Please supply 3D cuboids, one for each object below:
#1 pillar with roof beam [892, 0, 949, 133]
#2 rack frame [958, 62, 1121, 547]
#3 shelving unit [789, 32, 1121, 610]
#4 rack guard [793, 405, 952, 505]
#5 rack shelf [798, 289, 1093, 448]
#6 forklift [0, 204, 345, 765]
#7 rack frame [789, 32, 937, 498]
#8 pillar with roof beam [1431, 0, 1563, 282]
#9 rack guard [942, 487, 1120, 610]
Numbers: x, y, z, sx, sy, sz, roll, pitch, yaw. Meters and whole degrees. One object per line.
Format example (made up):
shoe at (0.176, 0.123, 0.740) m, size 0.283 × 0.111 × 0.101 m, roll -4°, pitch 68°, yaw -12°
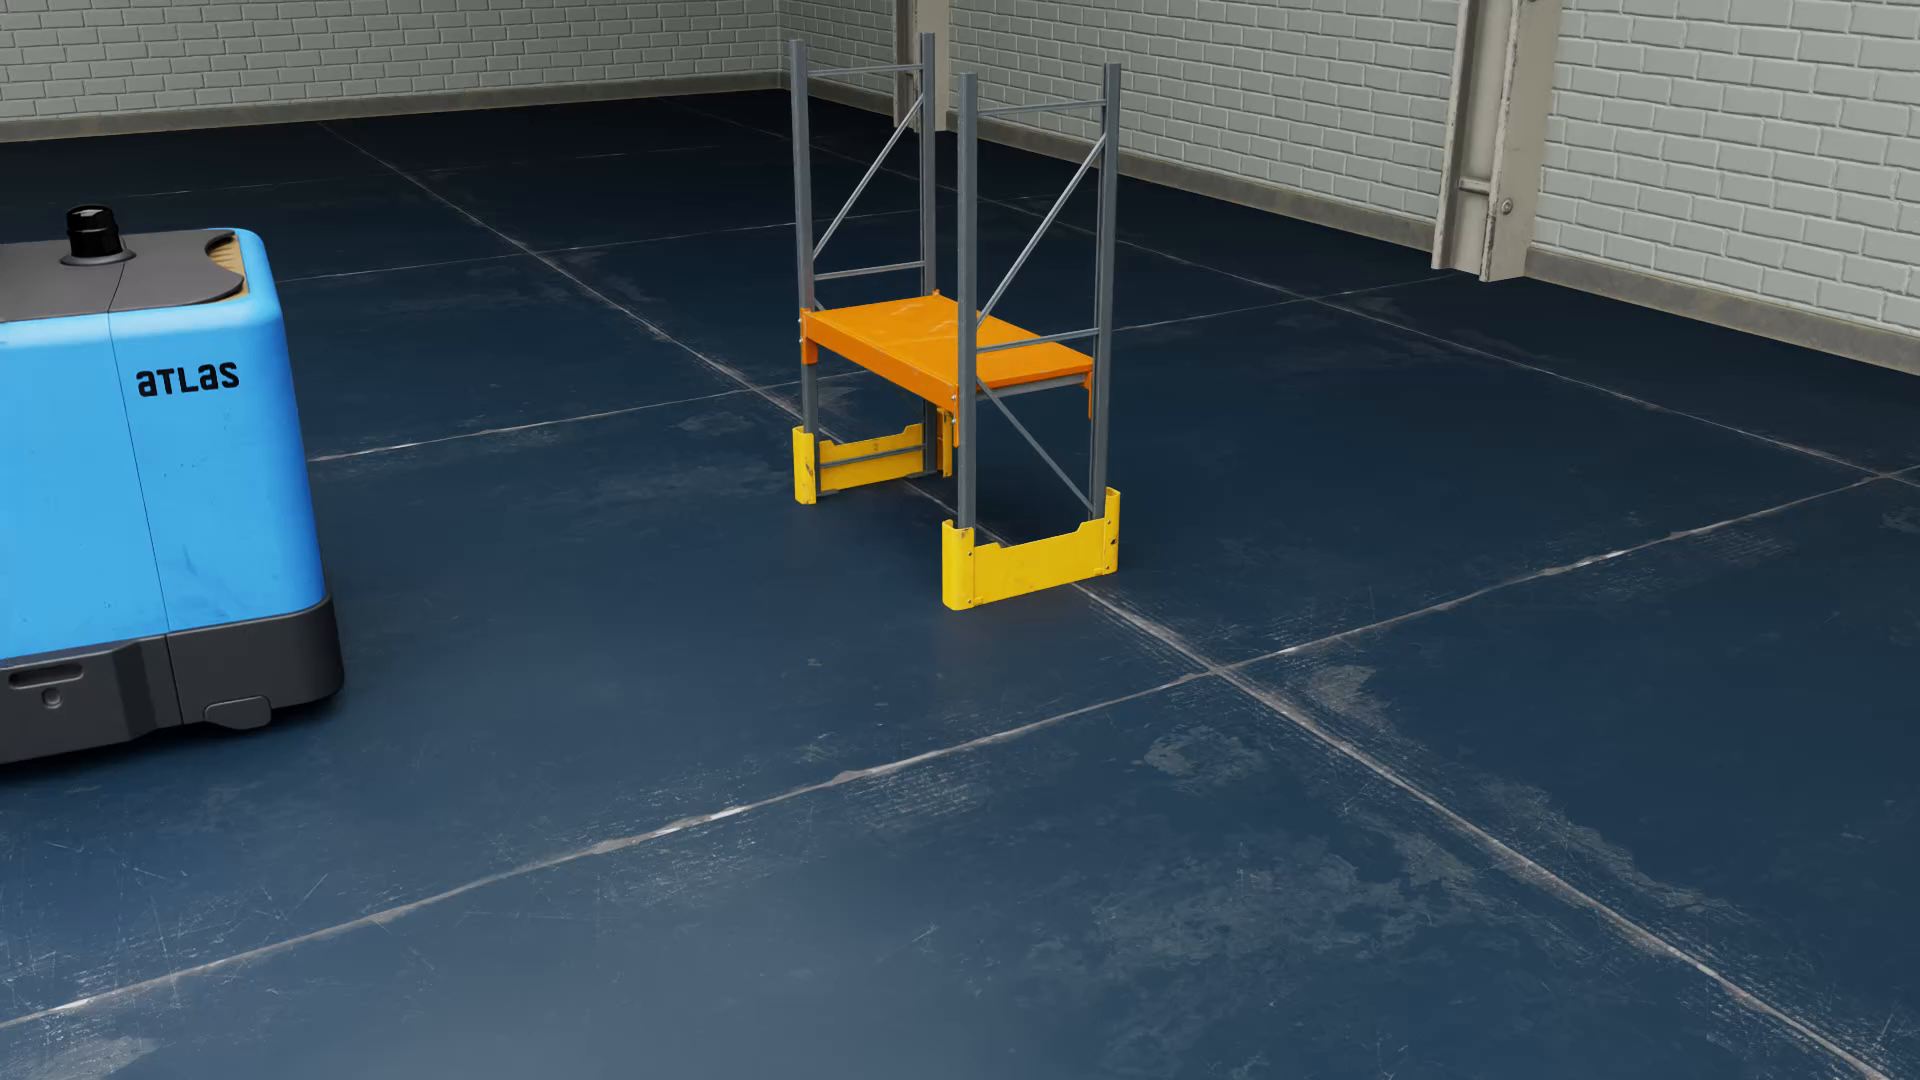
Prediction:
pillar with roof beam at (-4.016, -6.708, 9.865) m, size 9.100 × 9.000 × 0.400 m, roll -13°, pitch 25°, yaw -28°
rack frame at (0.216, -0.558, 4.692) m, size 0.500 × 1.500 × 0.032 m, roll -13°, pitch 25°, yaw -28°
shelving unit at (-0.039, -0.719, 5.090) m, size 0.587 × 1.500 × 1.083 m, roll -13°, pitch 25°, yaw -28°
rack guard at (-0.293, -0.302, 5.722) m, size 0.587 × 0.250 × 0.087 m, roll -13°, pitch 25°, yaw -28°
rack shelf at (-0.044, -0.556, 5.165) m, size 0.538 × 0.185 × 1.000 m, roll -13°, pitch 25°, yaw -28°
forklift at (-3.127, -0.850, 3.511) m, size 3.031 × 2.935 × 1.130 m, roll -9°, pitch 24°, yaw -22°
rack frame at (-0.303, -0.887, 5.502) m, size 0.500 × 1.500 × 0.032 m, roll -13°, pitch 25°, yaw -28°
pillar with roof beam at (-0.951, -4.766, 5.086) m, size 9.100 × 9.000 × 0.400 m, roll -13°, pitch 25°, yaw -28°
rack guard at (0.215, 0.021, 4.928) m, size 0.587 × 0.250 × 0.087 m, roll -13°, pitch 25°, yaw -28°
